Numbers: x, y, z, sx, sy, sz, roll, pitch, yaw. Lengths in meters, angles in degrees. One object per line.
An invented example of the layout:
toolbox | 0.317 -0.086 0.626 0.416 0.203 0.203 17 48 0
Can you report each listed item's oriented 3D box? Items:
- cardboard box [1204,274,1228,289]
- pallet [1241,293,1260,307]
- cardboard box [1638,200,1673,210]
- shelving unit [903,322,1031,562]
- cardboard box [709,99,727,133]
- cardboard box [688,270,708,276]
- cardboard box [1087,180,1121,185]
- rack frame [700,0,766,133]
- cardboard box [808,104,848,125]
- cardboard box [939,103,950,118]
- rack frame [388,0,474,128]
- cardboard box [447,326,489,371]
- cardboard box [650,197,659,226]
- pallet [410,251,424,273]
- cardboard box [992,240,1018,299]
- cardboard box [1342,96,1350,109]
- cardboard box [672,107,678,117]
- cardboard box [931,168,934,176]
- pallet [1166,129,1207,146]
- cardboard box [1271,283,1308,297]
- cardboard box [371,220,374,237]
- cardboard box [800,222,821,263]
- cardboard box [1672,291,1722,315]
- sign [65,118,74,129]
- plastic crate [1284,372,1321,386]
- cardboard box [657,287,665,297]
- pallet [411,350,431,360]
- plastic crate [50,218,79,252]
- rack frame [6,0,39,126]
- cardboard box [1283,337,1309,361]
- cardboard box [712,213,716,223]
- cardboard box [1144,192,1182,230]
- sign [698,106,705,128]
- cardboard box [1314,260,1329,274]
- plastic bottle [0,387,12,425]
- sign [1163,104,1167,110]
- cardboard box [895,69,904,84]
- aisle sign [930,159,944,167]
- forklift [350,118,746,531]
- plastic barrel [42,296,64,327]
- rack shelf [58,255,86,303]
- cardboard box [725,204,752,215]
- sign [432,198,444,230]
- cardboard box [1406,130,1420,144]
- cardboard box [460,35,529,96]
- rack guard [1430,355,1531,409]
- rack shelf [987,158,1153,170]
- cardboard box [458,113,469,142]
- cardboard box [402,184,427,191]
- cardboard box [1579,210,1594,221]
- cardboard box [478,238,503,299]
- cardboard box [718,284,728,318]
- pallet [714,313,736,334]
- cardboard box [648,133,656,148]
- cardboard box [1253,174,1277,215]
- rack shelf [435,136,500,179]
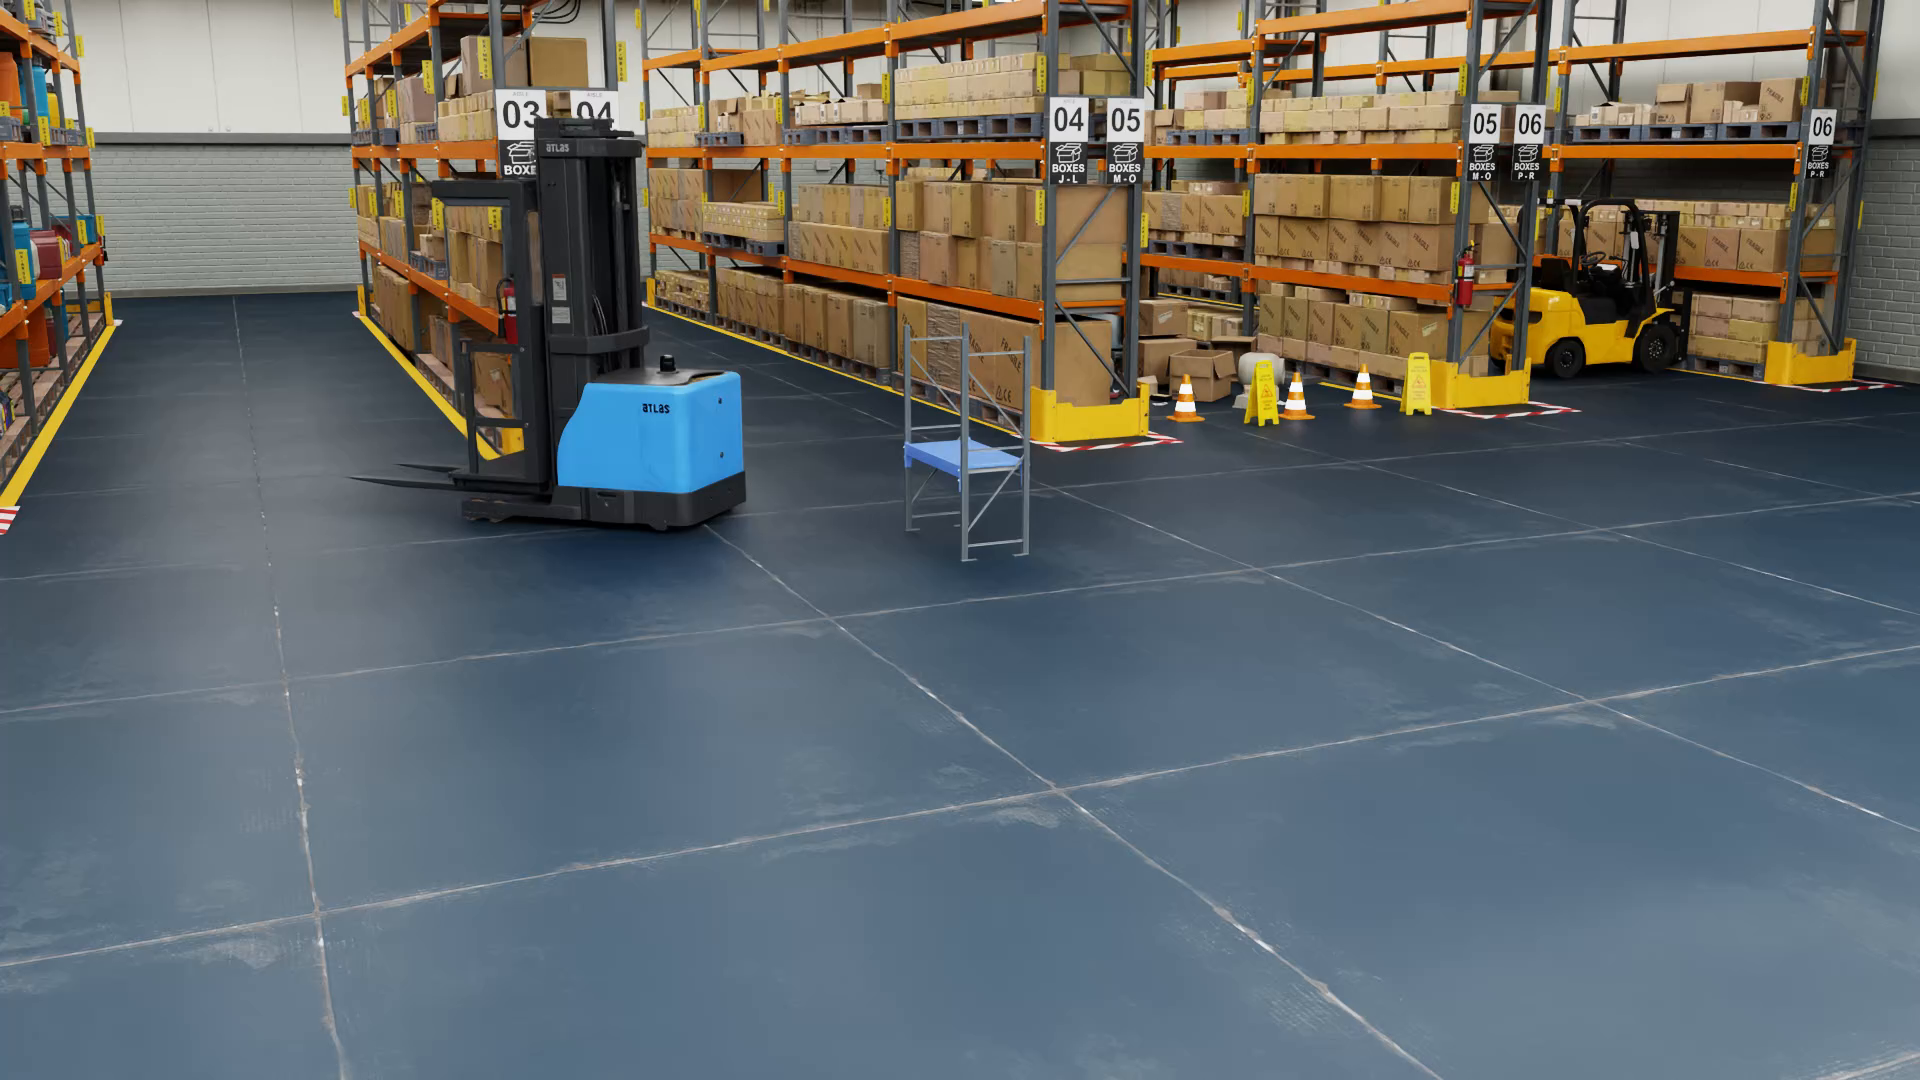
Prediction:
cardboard box | 4.857 -4.912 31.571 0.396 0.266 0.258 -5 14 -21
pallet | 5.853 -4.353 30.212 1.003 0.211 1.213 -6 14 -23
cardboard box | 9.142 -4.382 21.830 0.380 0.149 0.250 -6 14 -23
shelving unit | 0.034 -0.713 11.625 0.538 1.500 1.048 -6 14 -23
cardboard box | -3.498 -6.586 25.868 0.700 0.500 0.500 -6 14 -23
cardboard box | -4.659 -4.748 29.804 0.380 0.149 0.250 -5 14 -22
cardboard box | 2.101 -5.220 25.333 0.500 0.500 0.500 -6 14 -24
rack frame | -3.549 -7.882 25.970 1.000 3.000 0.127 -6 14 -23
cardboard box | -1.658 -5.502 21.517 0.500 0.250 0.500 -5 14 -21
cardboard box | 0.002 -4.530 17.543 0.380 0.149 0.250 -6 14 -23
rack frame | -6.532 -6.629 20.554 1.000 3.000 0.127 -6 14 -23
cardboard box | -5.554 -2.221 19.381 0.700 0.500 0.500 -7 15 -28
cardboard box | -5.225 -5.862 29.664 0.500 0.500 0.500 -5 14 -20
pallet | -6.149 -3.475 20.657 1.213 0.211 1.003 -6 14 -23
cardboard box | 0.827 -2.738 16.713 0.875 0.550 0.550 -6 14 -23
cardboard box | 4.676 -5.094 19.363 0.380 0.149 0.250 -5 14 -22
cardboard box | -4.587 -7.141 27.759 0.380 0.149 0.250 -6 14 -24
cardboard box | -0.323 -6.793 30.692 0.380 0.149 0.250 -5 14 -22
pallet | 3.582 -5.496 22.727 1.213 0.211 1.003 -6 14 -23
cardboard box | 4.134 -3.144 20.865 0.380 0.149 0.250 -5 14 -22
cardboard box | -8.761 -4.779 25.537 0.500 0.250 0.500 -5 14 -21
cardboard box | -1.808 -3.960 22.106 0.500 0.500 0.500 -6 14 -24
cardboard box | 9.408 -3.025 21.236 0.500 0.250 0.500 -5 14 -22
sign | -12.168 -5.600 22.742 0.100 0.325 0.005 -6 14 -23
plastic crate | 4.028 -1.954 20.135 0.402 0.080 0.583 -12 18 -42
cardboard box | -5.235 -4.465 29.899 0.380 0.149 0.250 -5 14 -22
pallet | -6.779 -2.517 22.278 1.003 0.211 1.213 -6 14 -23
plastic crate | -12.800 -4.353 23.749 0.402 0.464 0.583 -6 14 -23
rack frame | -11.070 -6.181 18.621 1.000 3.000 0.127 -6 14 -23
cardboard box | 4.364 -2.384 20.686 0.500 0.250 0.500 -5 14 -20
cardboard box | -3.603 -4.957 25.602 0.380 0.149 0.250 -5 14 -22
cardboard box | 2.950 -4.669 23.580 0.500 0.500 0.500 -5 14 -22
sign | -4.043 -6.622 26.031 0.100 0.325 0.005 -6 14 -23
cardboard box | 4.487 -3.293 20.003 0.380 0.149 0.250 -6 14 -23
plastic bottle | -8.946 -1.249 15.513 0.144 0.351 0.185 -6 14 -24
sign | 3.046 -6.363 24.911 0.100 0.325 0.005 -6 14 -23
cardboard box | -0.510 -5.182 18.589 0.380 0.149 0.250 -5 14 -22
aisle sign | -0.401 -7.563 32.131 0.394 0.787 0.004 -6 14 -23
forklift | -3.229 -1.666 12.569 3.031 2.935 1.130 4 14 17
plastic barrel | -12.187 -3.007 21.933 0.600 0.901 0.708 -6 14 -23
rack shelf | -11.871 -3.321 21.164 1.077 0.370 4.000 -6 14 -23
cardboard box | -3.294 -4.942 24.875 0.380 0.149 0.250 -5 14 -21
sign | -5.437 -3.393 17.309 0.100 0.325 0.005 -6 14 -23
cardboard box | 5.149 -4.442 18.316 0.380 0.149 0.250 -5 14 -21
cardboard box | -4.180 -4.249 14.934 0.500 0.500 0.500 -6 14 -23
rack guard | 5.722 -1.746 18.306 1.175 0.500 0.348 -6 14 -23
rack shelf | 1.747 -6.125 26.626 1.077 0.370 4.000 -6 14 -23
cardboard box | -4.360 -3.831 15.451 0.500 0.250 0.500 -6 14 -24
cardboard box | -7.069 -4.531 22.348 0.797 0.503 0.637 -5 14 -22
cardboard box | 8.689 -4.446 22.765 0.380 0.149 0.250 -5 14 -22
cardboard box | -3.833 -2.455 14.945 0.875 0.500 0.500 -6 14 -23
cardboard box | -3.496 -3.770 26.118 0.500 0.500 0.500 -5 14 -21
pallet | -3.236 -3.440 26.266 1.003 0.211 1.213 -6 14 -23
cardboard box | -5.206 -7.058 29.395 0.500 0.250 0.500 -5 14 -21
cardboard box | 4.128 -4.345 20.892 0.700 0.500 0.500 -6 14 -24
rack shelf | -4.129 -3.577 15.617 1.077 0.370 4.000 -6 14 -23
